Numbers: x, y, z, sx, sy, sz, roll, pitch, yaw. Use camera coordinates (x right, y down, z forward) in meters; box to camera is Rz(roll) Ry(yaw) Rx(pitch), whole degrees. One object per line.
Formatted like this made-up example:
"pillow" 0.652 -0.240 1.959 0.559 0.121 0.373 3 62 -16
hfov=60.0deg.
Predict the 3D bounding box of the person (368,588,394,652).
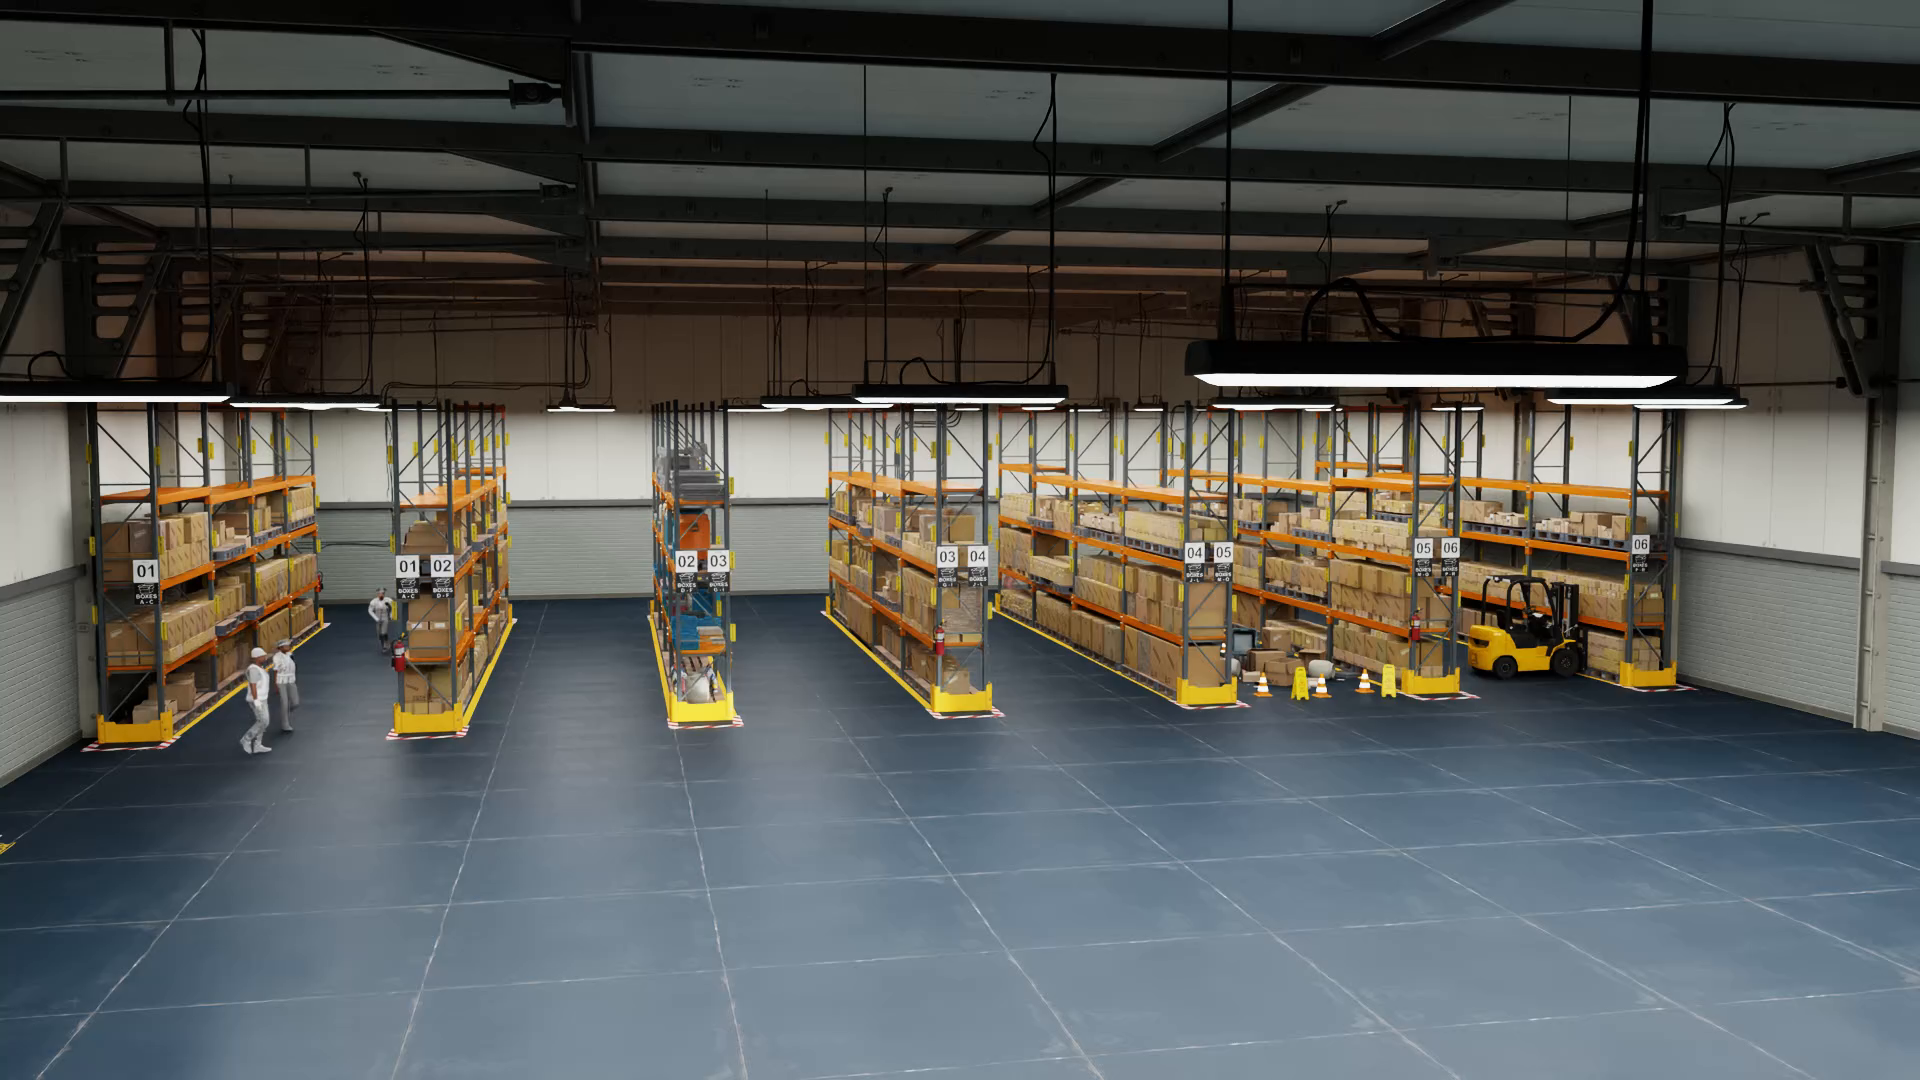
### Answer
"person" -13.884 1.916 39.992 0.574 1.599 0.701 0 4 -3

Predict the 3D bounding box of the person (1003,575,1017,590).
"person" 1.569 1.052 50.835 0.454 1.650 0.714 4 6 43

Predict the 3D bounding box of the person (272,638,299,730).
"person" -12.275 2.597 30.150 0.556 1.670 0.433 3 5 37

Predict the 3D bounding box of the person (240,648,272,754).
"person" -11.873 2.704 28.004 0.481 1.783 0.592 -1 4 -13
